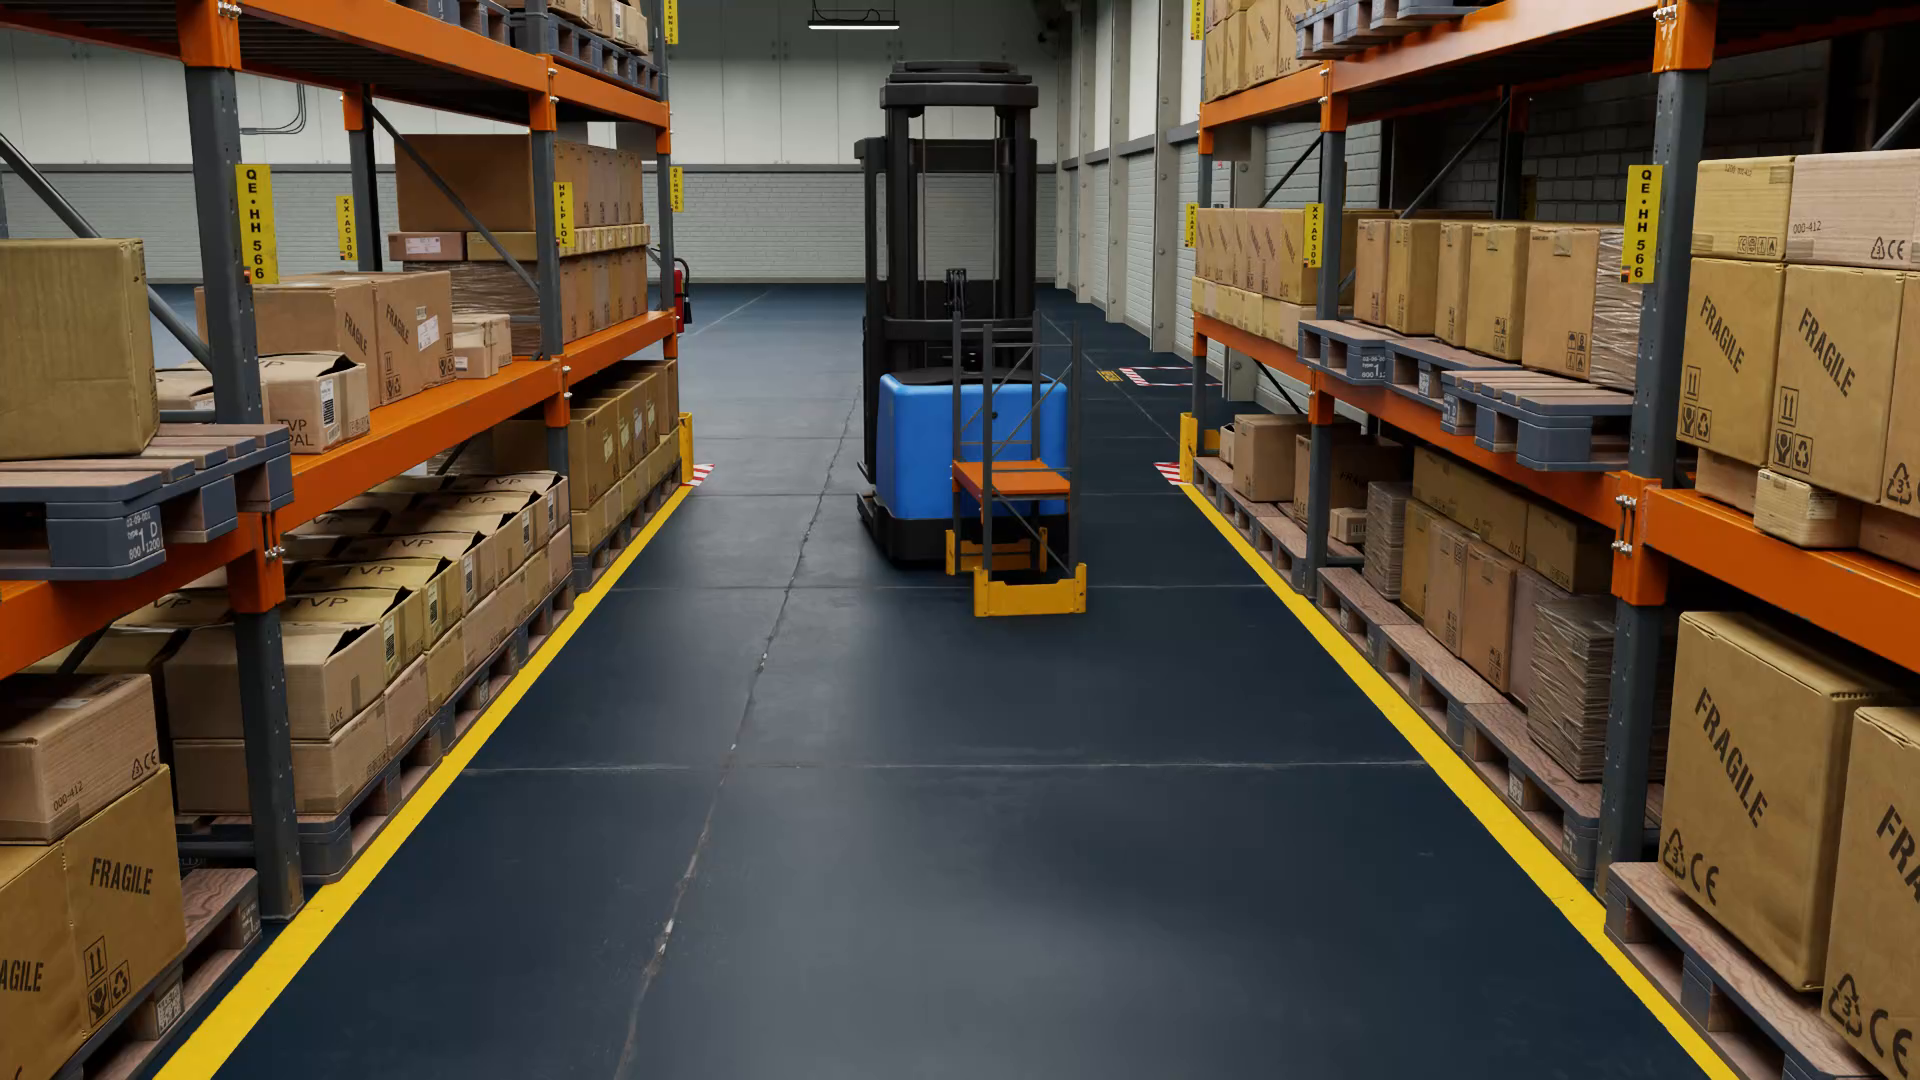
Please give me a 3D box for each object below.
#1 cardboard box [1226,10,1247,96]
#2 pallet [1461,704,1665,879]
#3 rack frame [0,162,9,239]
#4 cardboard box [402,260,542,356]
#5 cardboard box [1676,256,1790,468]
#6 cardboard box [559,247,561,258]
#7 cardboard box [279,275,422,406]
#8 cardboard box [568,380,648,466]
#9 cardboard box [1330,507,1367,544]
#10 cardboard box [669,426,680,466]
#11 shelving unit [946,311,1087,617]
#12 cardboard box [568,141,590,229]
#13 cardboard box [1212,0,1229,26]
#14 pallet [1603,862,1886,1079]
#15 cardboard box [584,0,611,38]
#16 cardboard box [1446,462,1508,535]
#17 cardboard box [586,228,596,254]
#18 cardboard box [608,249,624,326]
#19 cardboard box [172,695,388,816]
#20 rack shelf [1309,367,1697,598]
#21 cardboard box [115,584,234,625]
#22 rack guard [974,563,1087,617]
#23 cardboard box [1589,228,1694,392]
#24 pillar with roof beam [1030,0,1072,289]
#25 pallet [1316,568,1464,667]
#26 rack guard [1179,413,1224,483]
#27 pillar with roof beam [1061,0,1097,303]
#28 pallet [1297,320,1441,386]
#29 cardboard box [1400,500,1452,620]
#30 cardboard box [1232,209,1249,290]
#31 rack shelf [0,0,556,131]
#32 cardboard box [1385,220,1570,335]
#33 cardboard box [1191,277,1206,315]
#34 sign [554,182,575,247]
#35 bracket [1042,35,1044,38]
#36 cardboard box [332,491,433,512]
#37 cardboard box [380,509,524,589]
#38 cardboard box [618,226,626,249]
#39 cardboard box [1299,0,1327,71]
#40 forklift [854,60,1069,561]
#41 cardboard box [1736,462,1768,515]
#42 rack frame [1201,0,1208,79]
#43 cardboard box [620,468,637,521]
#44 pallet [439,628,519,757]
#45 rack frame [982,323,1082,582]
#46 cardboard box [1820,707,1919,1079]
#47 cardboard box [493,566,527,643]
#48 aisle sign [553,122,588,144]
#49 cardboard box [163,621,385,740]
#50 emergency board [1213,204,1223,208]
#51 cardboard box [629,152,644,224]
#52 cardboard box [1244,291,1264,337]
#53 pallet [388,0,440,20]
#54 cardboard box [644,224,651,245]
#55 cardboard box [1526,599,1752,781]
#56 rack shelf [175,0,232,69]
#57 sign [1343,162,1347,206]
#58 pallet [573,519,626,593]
[{"bbox_3d":[2.041,-3.203,10.959,0.500,0.500,0.500,0,11,1],"label":"cardboard box"},{"bbox_3d":[2.445,0.849,5.842,1.003,0.211,1.213,0,11,-1],"label":"pallet"},{"bbox_3d":[-7.611,-1.911,12.437,1.000,3.000,0.127,0,11,-1],"label":"rack frame"},{"bbox_3d":[-2.591,-1.273,9.039,0.700,0.500,0.500,-1,11,-3],"label":"cardboard box"},{"bbox_3d":[2.214,-0.469,4.276,0.500,0.500,0.500,0,11,1],"label":"cardboard box"},{"bbox_3d":[-2.393,-1.607,9.053,0.380,0.149,0.250,0,11,0],"label":"cardboard box"},{"bbox_3d":[-2.555,-0.828,6.844,0.500,0.500,0.500,0,11,-1],"label":"cardboard box"},{"bbox_3d":[-2.305,-0.753,10.702,0.500,0.500,0.500,0,11,-1],"label":"cardboard box"},{"bbox_3d":[2.336,-0.090,9.480,0.380,0.166,0.250,-2,12,-9],"label":"cardboard box"},{"bbox_3d":[-2.352,-0.684,12.246,0.500,0.250,0.500,0,11,-1],"label":"cardboard box"},{"bbox_3d":[0.288,-0.451,9.011,0.587,1.500,1.083,-2,12,-9],"label":"shelving unit"},{"bbox_3d":[-2.613,-2.109,9.896,0.700,0.500,0.500,0,11,-1],"label":"cardboard box"},{"bbox_3d":[2.019,-3.794,11.353,0.500,0.500,0.500,0,11,-2],"label":"cardboard box"},{"bbox_3d":[2.400,1.162,4.302,1.003,0.211,1.213,0,11,-1],"label":"pallet"},{"bbox_3d":[-2.484,-3.259,9.866,0.797,0.503,0.637,1,12,5],"label":"cardboard box"},{"bbox_3d":[2.436,-0.178,7.186,0.500,0.250,0.500,-1,11,-3],"label":"cardboard box"},{"bbox_3d":[-2.418,-1.813,10.069,0.380,0.149,0.250,-1,11,-3],"label":"cardboard box"},{"bbox_3d":[-2.641,-1.684,11.065,0.700,0.500,0.500,0,11,-1],"label":"cardboard box"},{"bbox_3d":[-2.210,0.696,5.446,0.500,0.250,0.500,0,11,-1],"label":"cardboard box"},{"bbox_3d":[2.418,-0.407,6.830,1.077,0.370,4.000,0,11,-1],"label":"rack shelf"},{"bbox_3d":[-2.767,0.320,5.888,0.500,0.311,0.500,0,11,-2],"label":"cardboard box"},{"bbox_3d":[0.365,0.259,8.653,0.587,0.250,0.087,-2,12,-9],"label":"rack guard"},{"bbox_3d":[2.440,-0.720,5.205,0.700,0.500,0.500,-2,12,-8],"label":"cardboard box"},{"bbox_3d":[-1.750,-10.702,40.680,9.100,9.000,0.548,0,11,-1],"label":"pillar with roof beam"},{"bbox_3d":[2.394,0.364,8.232,1.003,0.211,1.213,0,11,-1],"label":"pallet"},{"bbox_3d":[2.296,-0.712,12.811,1.175,0.500,0.348,0,11,-1],"label":"rack guard"},{"bbox_3d":[-1.626,-9.510,34.801,9.100,9.000,0.548,0,11,-1],"label":"pillar with roof beam"},{"bbox_3d":[2.247,-0.911,7.985,1.003,0.211,1.213,0,11,-1],"label":"pallet"},{"bbox_3d":[2.470,0.101,7.697,0.700,0.500,0.500,0,11,-2],"label":"cardboard box"},{"bbox_3d":[2.031,-1.856,10.605,0.500,0.500,0.500,0,11,1],"label":"cardboard box"},{"bbox_3d":[-2.534,-1.856,6.428,1.077,0.370,4.000,0,11,-1],"label":"rack shelf"},{"bbox_3d":[2.358,-1.209,7.617,0.700,0.500,0.500,1,12,5],"label":"cardboard box"},{"bbox_3d":[1.987,-1.790,12.166,0.500,0.250,0.500,-1,11,-3],"label":"cardboard box"},{"bbox_3d":[-2.033,-1.669,8.527,0.100,0.325,0.005,0,11,-1],"label":"sign"},{"bbox_3d":[2.153,-12.919,42.552,0.076,0.066,3.189,0,11,-1],"label":"bracket"},{"bbox_3d":[-2.811,-0.086,7.889,0.500,0.311,0.500,0,11,-2],"label":"cardboard box"},{"bbox_3d":[-2.256,0.013,7.400,0.500,0.311,0.500,0,11,-1],"label":"cardboard box"},{"bbox_3d":[-2.439,-2.018,11.078,0.380,0.149,0.250,0,11,1],"label":"cardboard box"},{"bbox_3d":[2.119,-2.786,8.900,0.500,0.500,0.500,0,11,0],"label":"cardboard box"},{"bbox_3d":[-0.099,-1.560,10.877,1.130,2.935,3.031,-2,12,-9],"label":"forklift"},{"bbox_3d":[2.231,-0.132,4.247,0.380,0.149,0.250,0,11,0],"label":"cardboard box"},{"bbox_3d":[2.294,-4.892,12.041,1.000,3.000,0.127,0,11,-1],"label":"rack frame"},{"bbox_3d":[-2.293,-0.286,10.286,0.500,0.250,0.500,0,11,-1],"label":"cardboard box"},{"bbox_3d":[-2.493,0.620,6.972,1.003,0.211,1.213,0,11,-1],"label":"pallet"},{"bbox_3d":[0.366,-0.353,8.528,0.500,1.500,0.032,-2,12,-9],"label":"rack frame"},{"bbox_3d":[2.355,0.807,3.389,0.750,0.750,0.750,0,11,-1],"label":"cardboard box"},{"bbox_3d":[-2.258,0.289,7.448,0.500,0.250,0.500,0,11,0],"label":"cardboard box"},{"bbox_3d":[-2.966,-3.217,12.333,0.394,0.787,0.004,0,11,-1],"label":"aisle sign"},{"bbox_3d":[-2.210,0.421,5.390,0.500,0.311,0.500,0,11,1],"label":"cardboard box"},{"bbox_3d":[3.037,-3.501,20.270,0.194,1.169,0.643,0,11,-1],"label":"emergency board"},{"bbox_3d":[-2.660,-2.513,11.885,0.700,0.500,0.500,0,11,-1],"label":"cardboard box"},{"bbox_3d":[2.036,-1.385,10.170,0.500,0.250,0.500,0,11,-1],"label":"cardboard box"},{"bbox_3d":[-2.622,-2.075,6.174,1.003,0.211,1.213,0,11,1],"label":"pallet"},{"bbox_3d":[-2.460,-2.223,12.088,0.380,0.149,0.250,0,11,-2],"label":"cardboard box"},{"bbox_3d":[2.393,0.505,5.708,0.700,0.500,0.500,0,11,0],"label":"cardboard box"},{"bbox_3d":[-2.452,-1.061,2.508,1.077,0.370,4.000,0,11,-1],"label":"rack shelf"},{"bbox_3d":[2.850,-2.673,12.482,0.100,0.325,0.005,0,11,-1],"label":"sign"},{"bbox_3d":[-2.550,0.072,9.671,1.003,0.211,1.213,0,11,-1],"label":"pallet"}]
